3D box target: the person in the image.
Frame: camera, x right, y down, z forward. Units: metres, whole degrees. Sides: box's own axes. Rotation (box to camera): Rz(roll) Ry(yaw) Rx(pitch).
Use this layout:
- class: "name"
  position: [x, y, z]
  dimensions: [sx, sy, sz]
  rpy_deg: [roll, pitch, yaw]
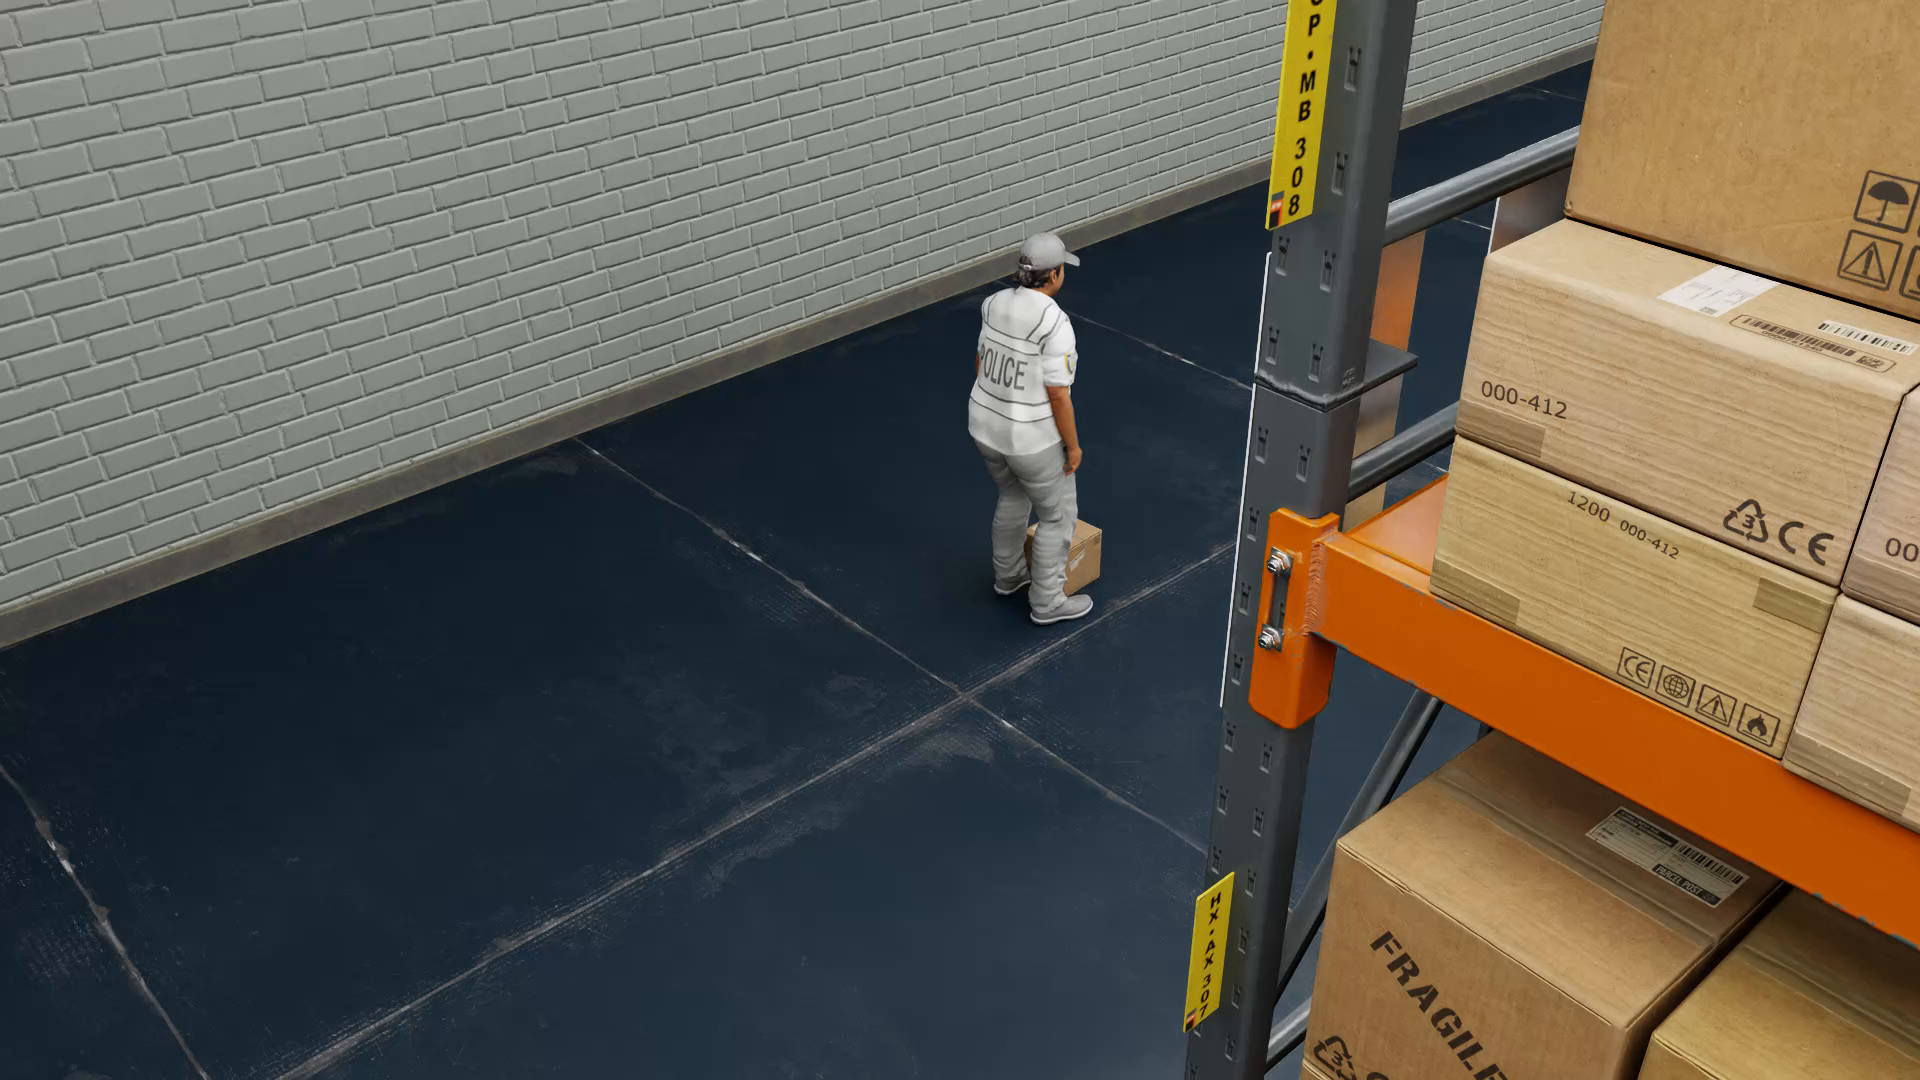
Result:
- class: "person"
  position: [0.297, -0.451, 6.853]
  dimensions: [0.468, 1.666, 0.537]
  rpy_deg: [-26, 40, -35]
